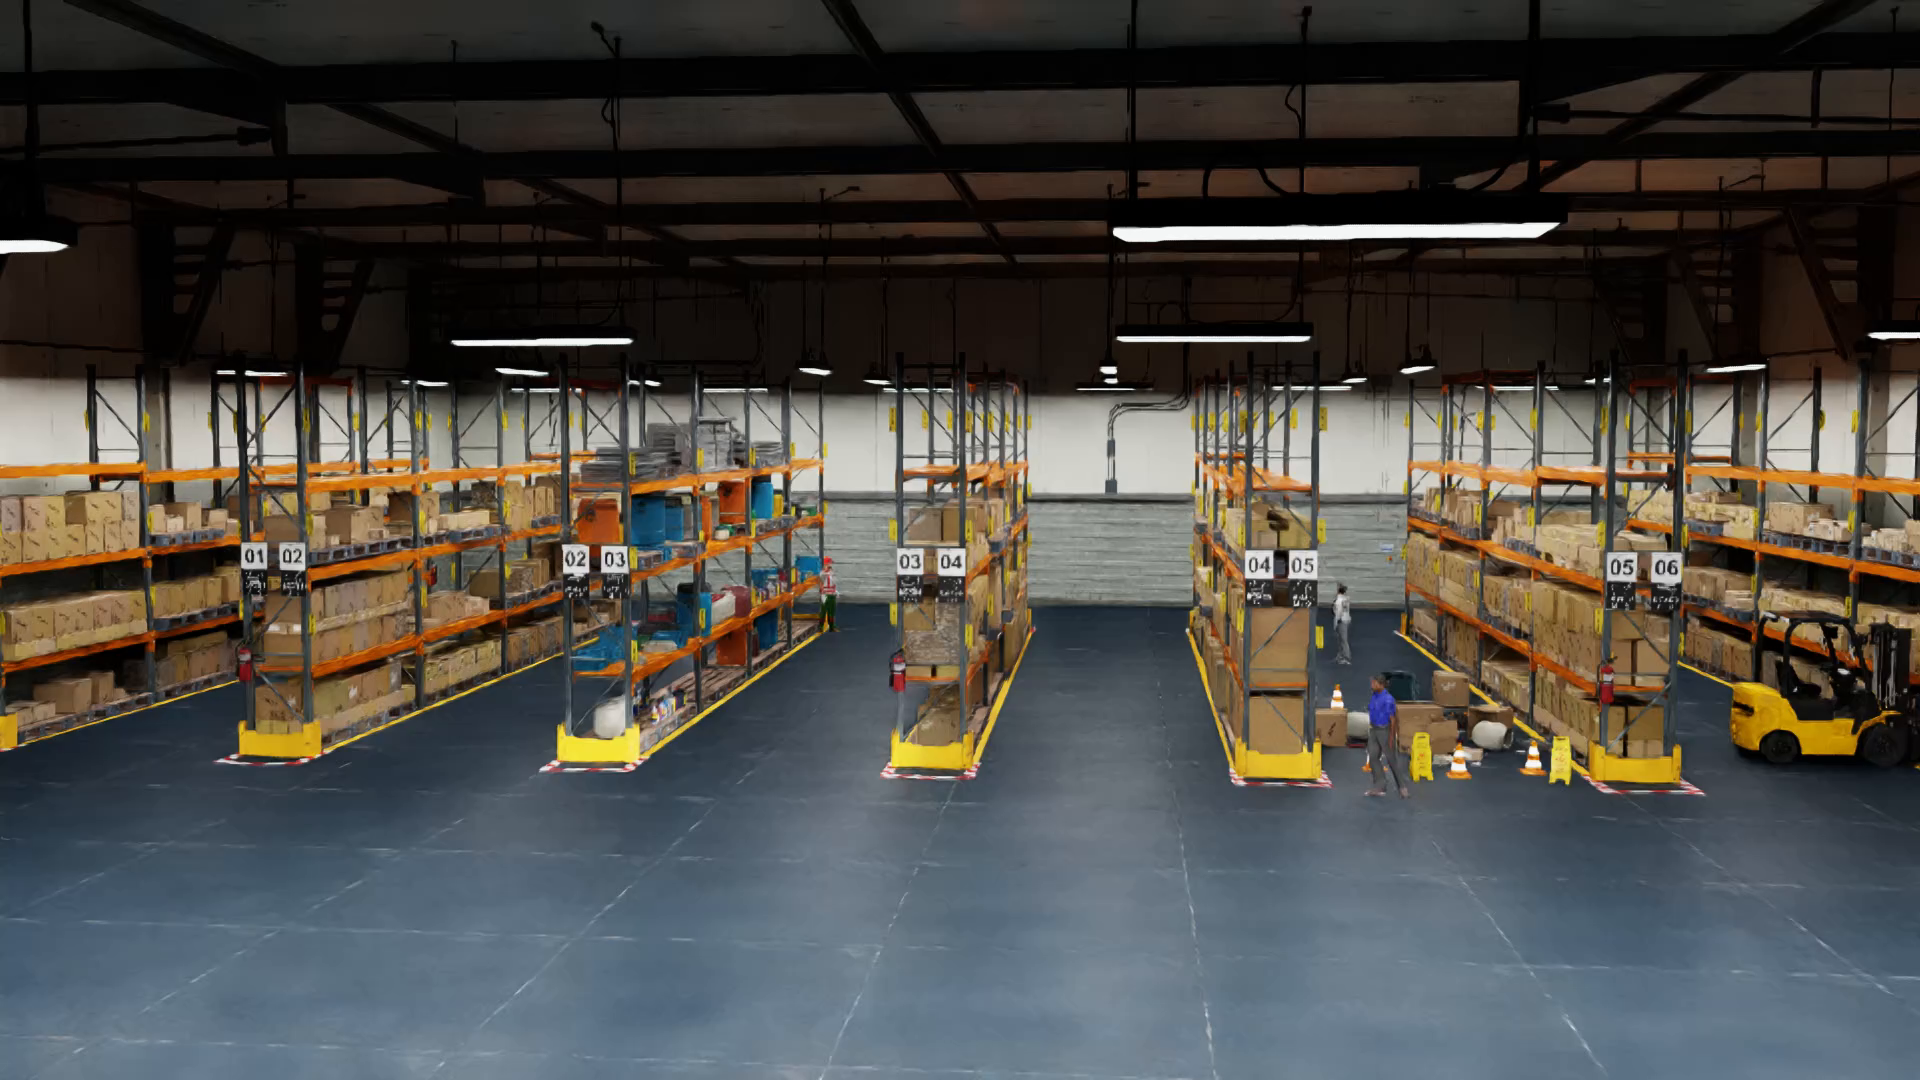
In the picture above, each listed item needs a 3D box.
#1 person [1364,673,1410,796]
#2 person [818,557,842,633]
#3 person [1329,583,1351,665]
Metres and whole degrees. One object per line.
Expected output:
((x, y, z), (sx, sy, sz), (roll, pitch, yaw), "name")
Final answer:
((5.728, 2.660, 22.286), (0.526, 1.536, 0.568), (-2, 4, -22), "person")
((-3.119, 1.291, 39.418), (0.411, 1.793, 0.650), (2, 5, 29), "person")
((7.855, 1.717, 34.318), (0.544, 1.667, 0.571), (3, 5, 33), "person")
